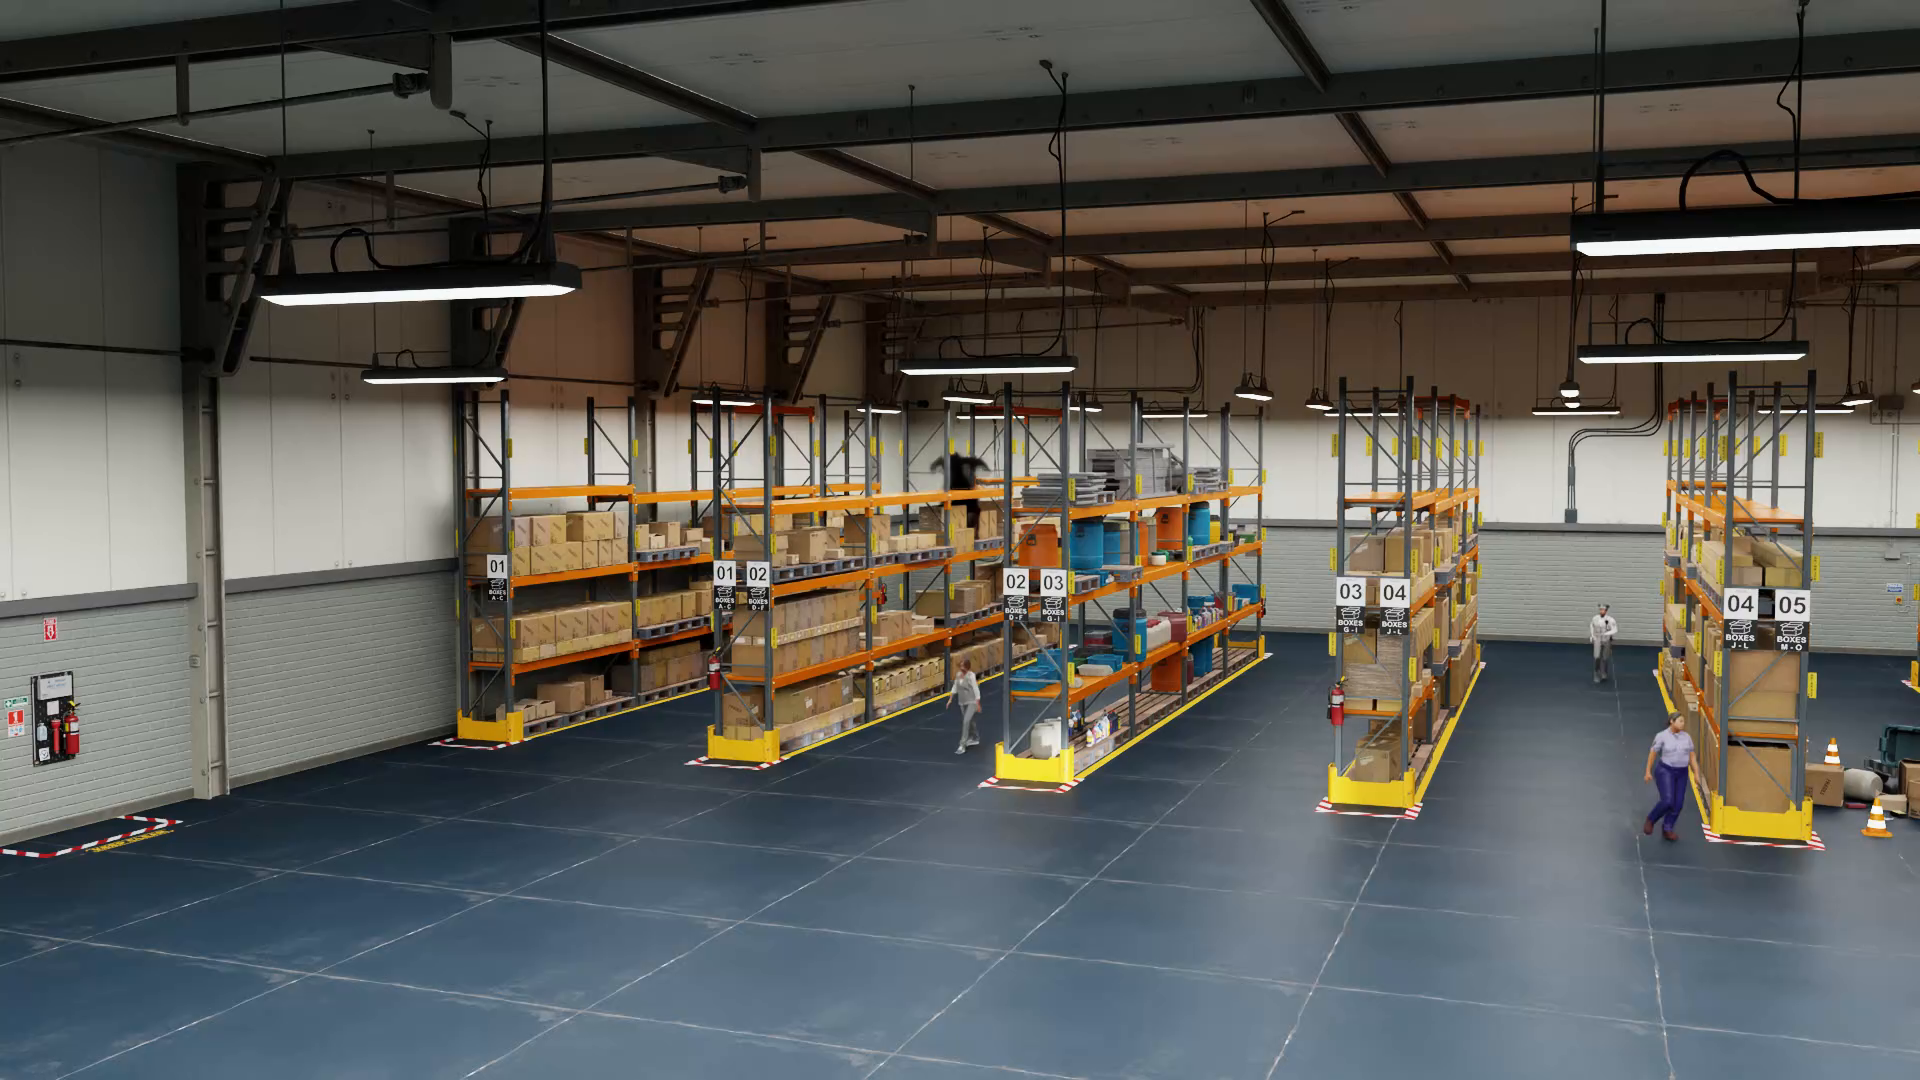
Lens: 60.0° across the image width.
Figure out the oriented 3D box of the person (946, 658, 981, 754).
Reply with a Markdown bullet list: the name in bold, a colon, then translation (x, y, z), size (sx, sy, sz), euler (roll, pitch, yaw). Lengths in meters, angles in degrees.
- **person**: translation (0.104, 2.713, 27.531), size (0.571, 1.551, 0.823), euler (3, 4, 43)

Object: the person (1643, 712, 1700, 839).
- **person**: translation (9.075, 3.005, 21.227), size (0.591, 1.633, 0.491), euler (-1, 3, -9)

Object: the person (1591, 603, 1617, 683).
- **person**: translation (13.778, 2.209, 35.606), size (0.574, 1.742, 0.786), euler (2, 4, 28)
